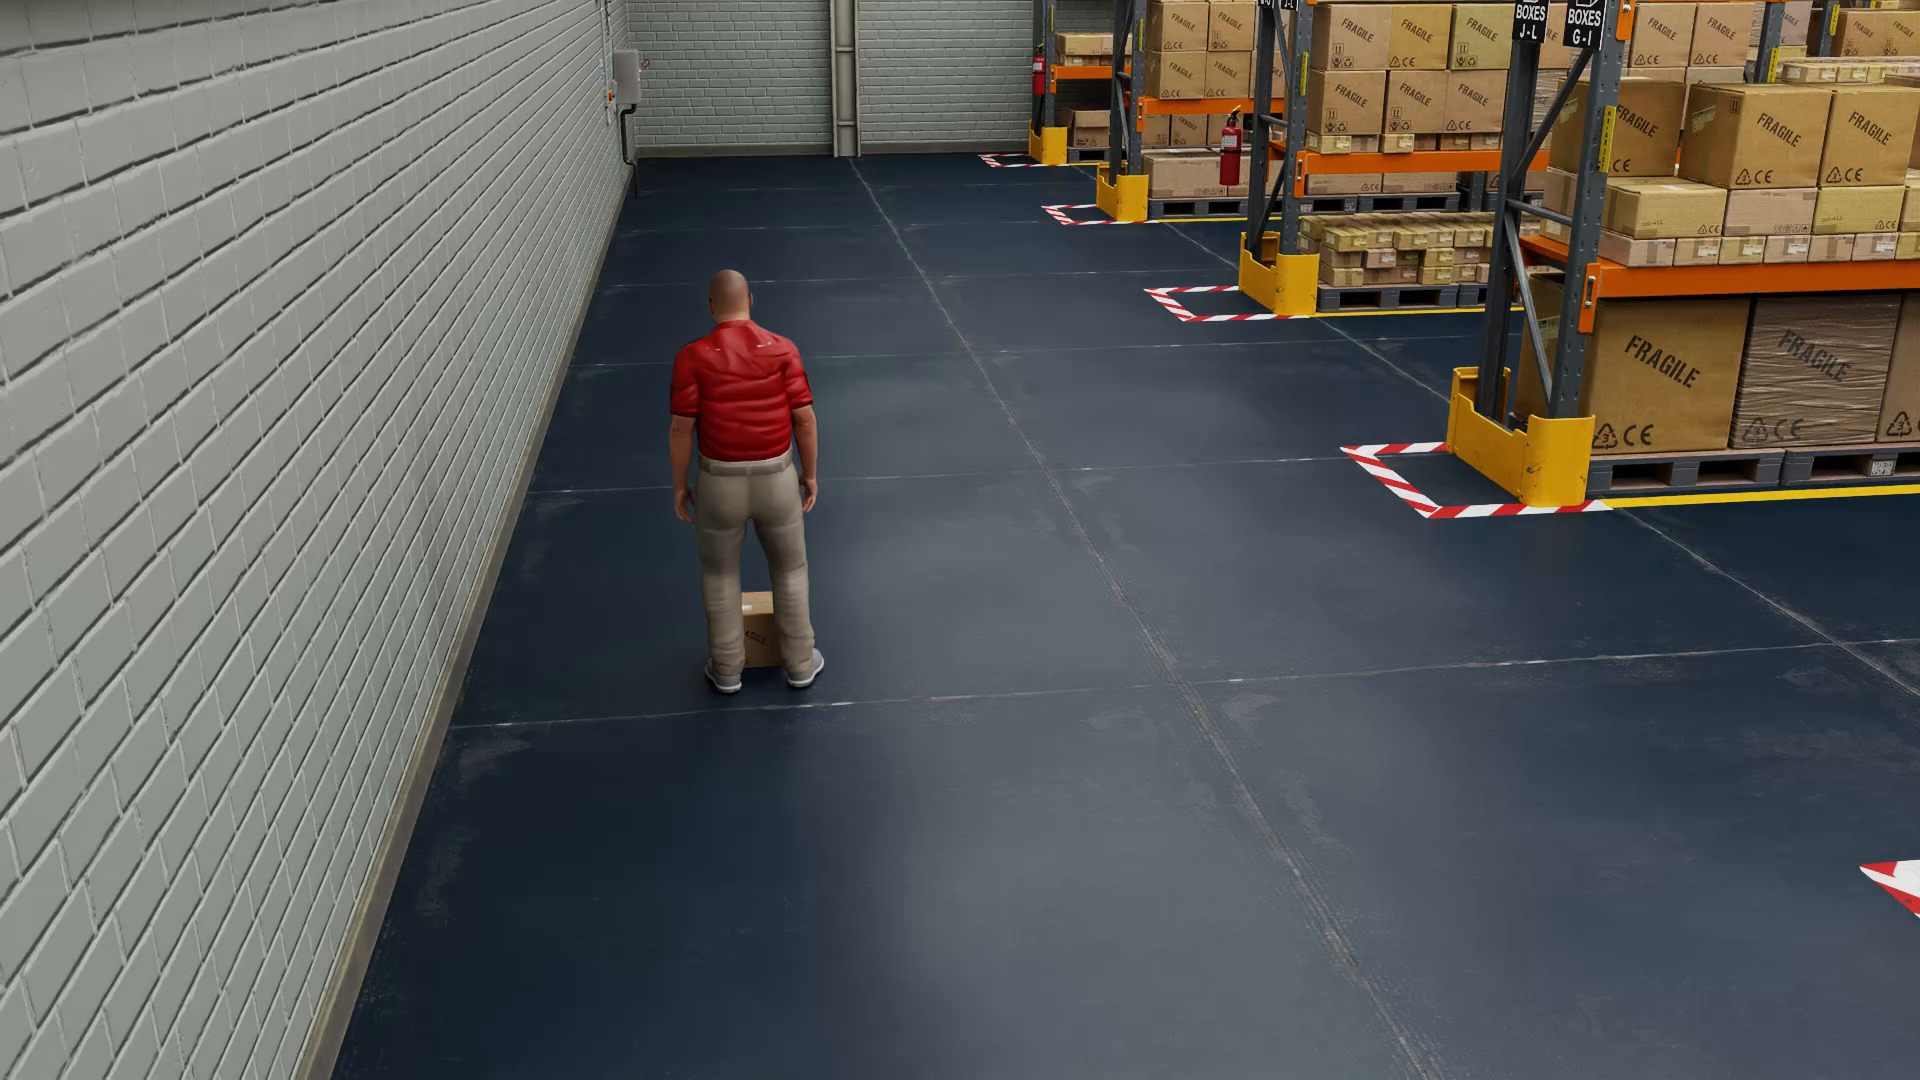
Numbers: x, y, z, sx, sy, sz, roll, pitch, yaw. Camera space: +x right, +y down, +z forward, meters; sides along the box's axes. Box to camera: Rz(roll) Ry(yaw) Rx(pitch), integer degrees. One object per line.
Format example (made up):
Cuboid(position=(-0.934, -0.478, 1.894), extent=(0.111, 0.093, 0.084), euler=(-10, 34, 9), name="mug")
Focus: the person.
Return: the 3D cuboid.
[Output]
Cuboid(position=(-0.859, -0.221, 6.706), extent=(0.601, 1.726, 0.395), euler=(-4, 20, -11), name="person")
